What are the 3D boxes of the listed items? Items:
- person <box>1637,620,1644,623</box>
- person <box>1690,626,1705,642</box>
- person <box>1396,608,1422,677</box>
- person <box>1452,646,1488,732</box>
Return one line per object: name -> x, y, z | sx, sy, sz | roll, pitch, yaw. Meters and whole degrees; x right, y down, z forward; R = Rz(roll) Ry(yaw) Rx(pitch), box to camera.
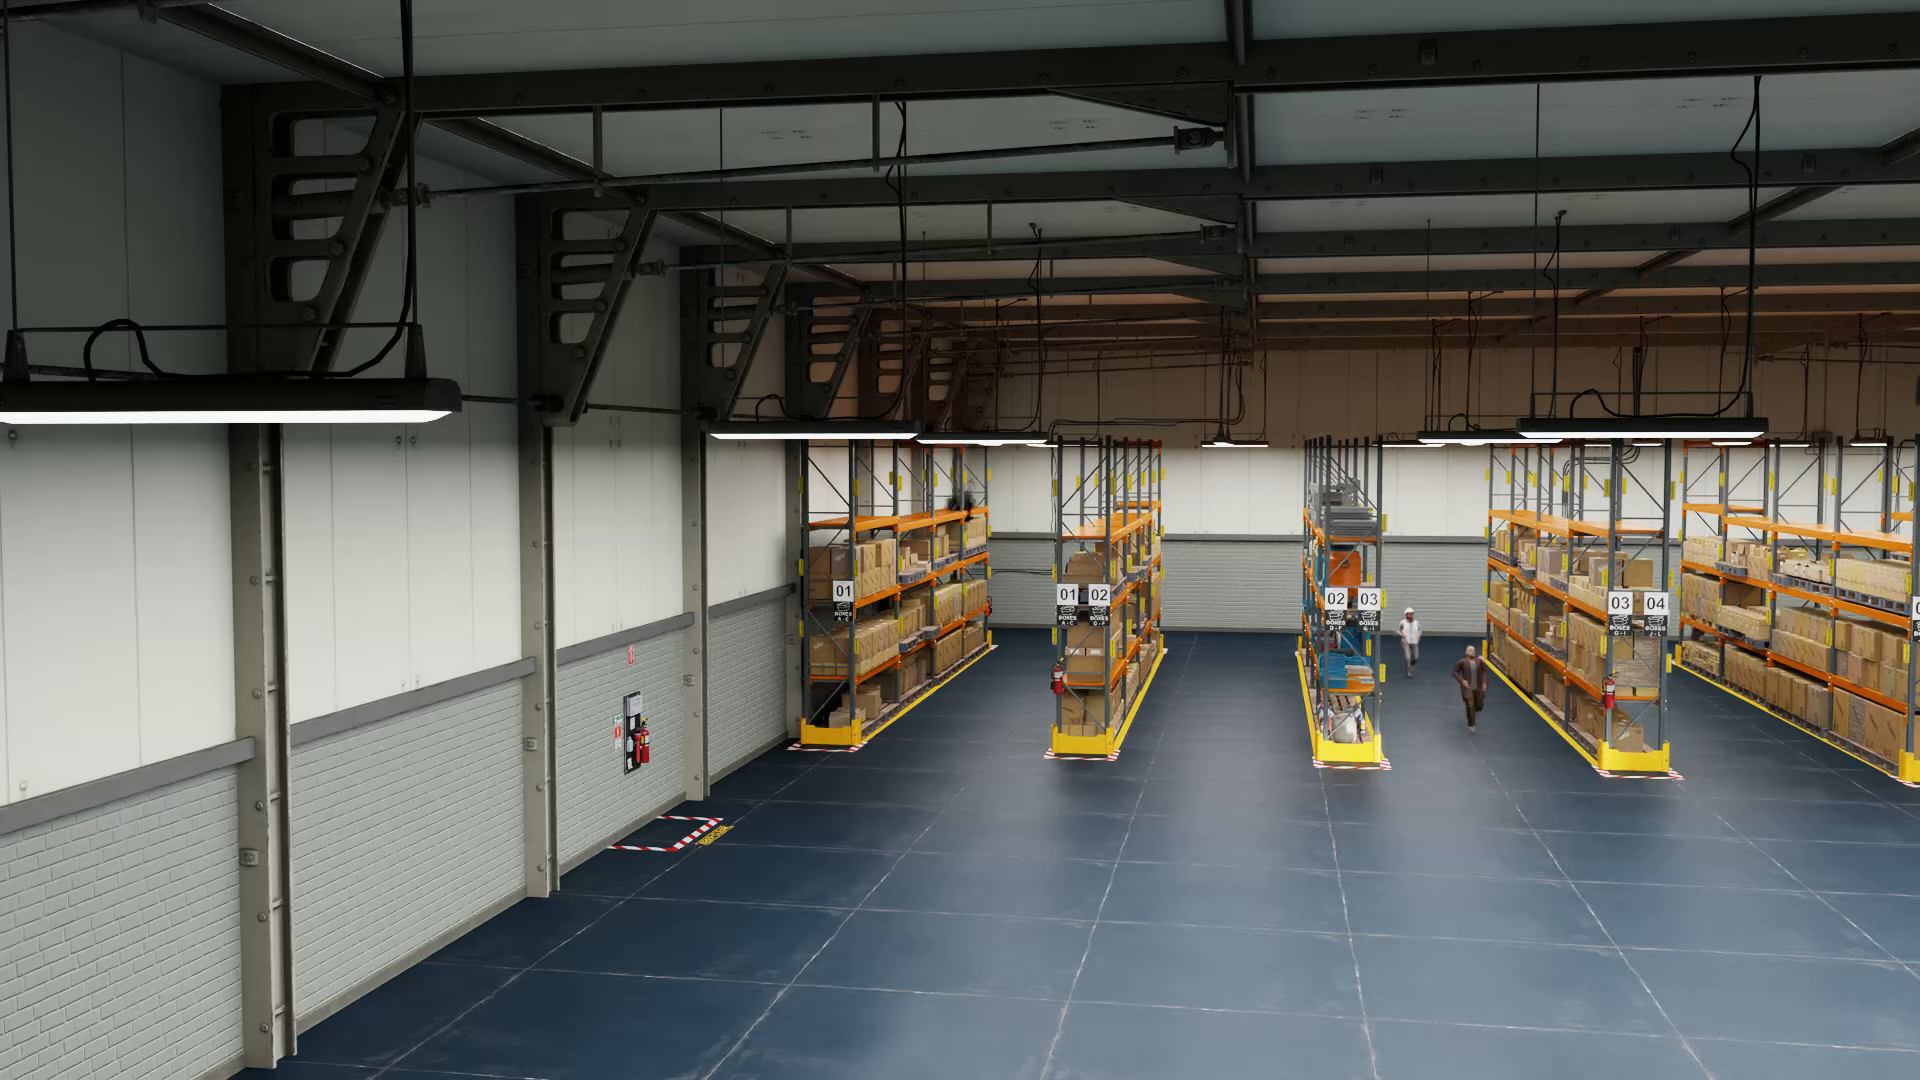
person -> 17.839, 2.523, 43.987 | 0.661, 1.691, 0.607 | 2, 4, 38
person -> 20.316, 2.430, 45.752 | 0.685, 1.655, 0.658 | -3, 4, -41
person -> 11.363, 2.588, 42.017 | 0.656, 1.722, 0.603 | 0, 3, 2
person -> 10.454, 3.030, 34.079 | 0.730, 1.724, 0.717 | 0, 3, -6
